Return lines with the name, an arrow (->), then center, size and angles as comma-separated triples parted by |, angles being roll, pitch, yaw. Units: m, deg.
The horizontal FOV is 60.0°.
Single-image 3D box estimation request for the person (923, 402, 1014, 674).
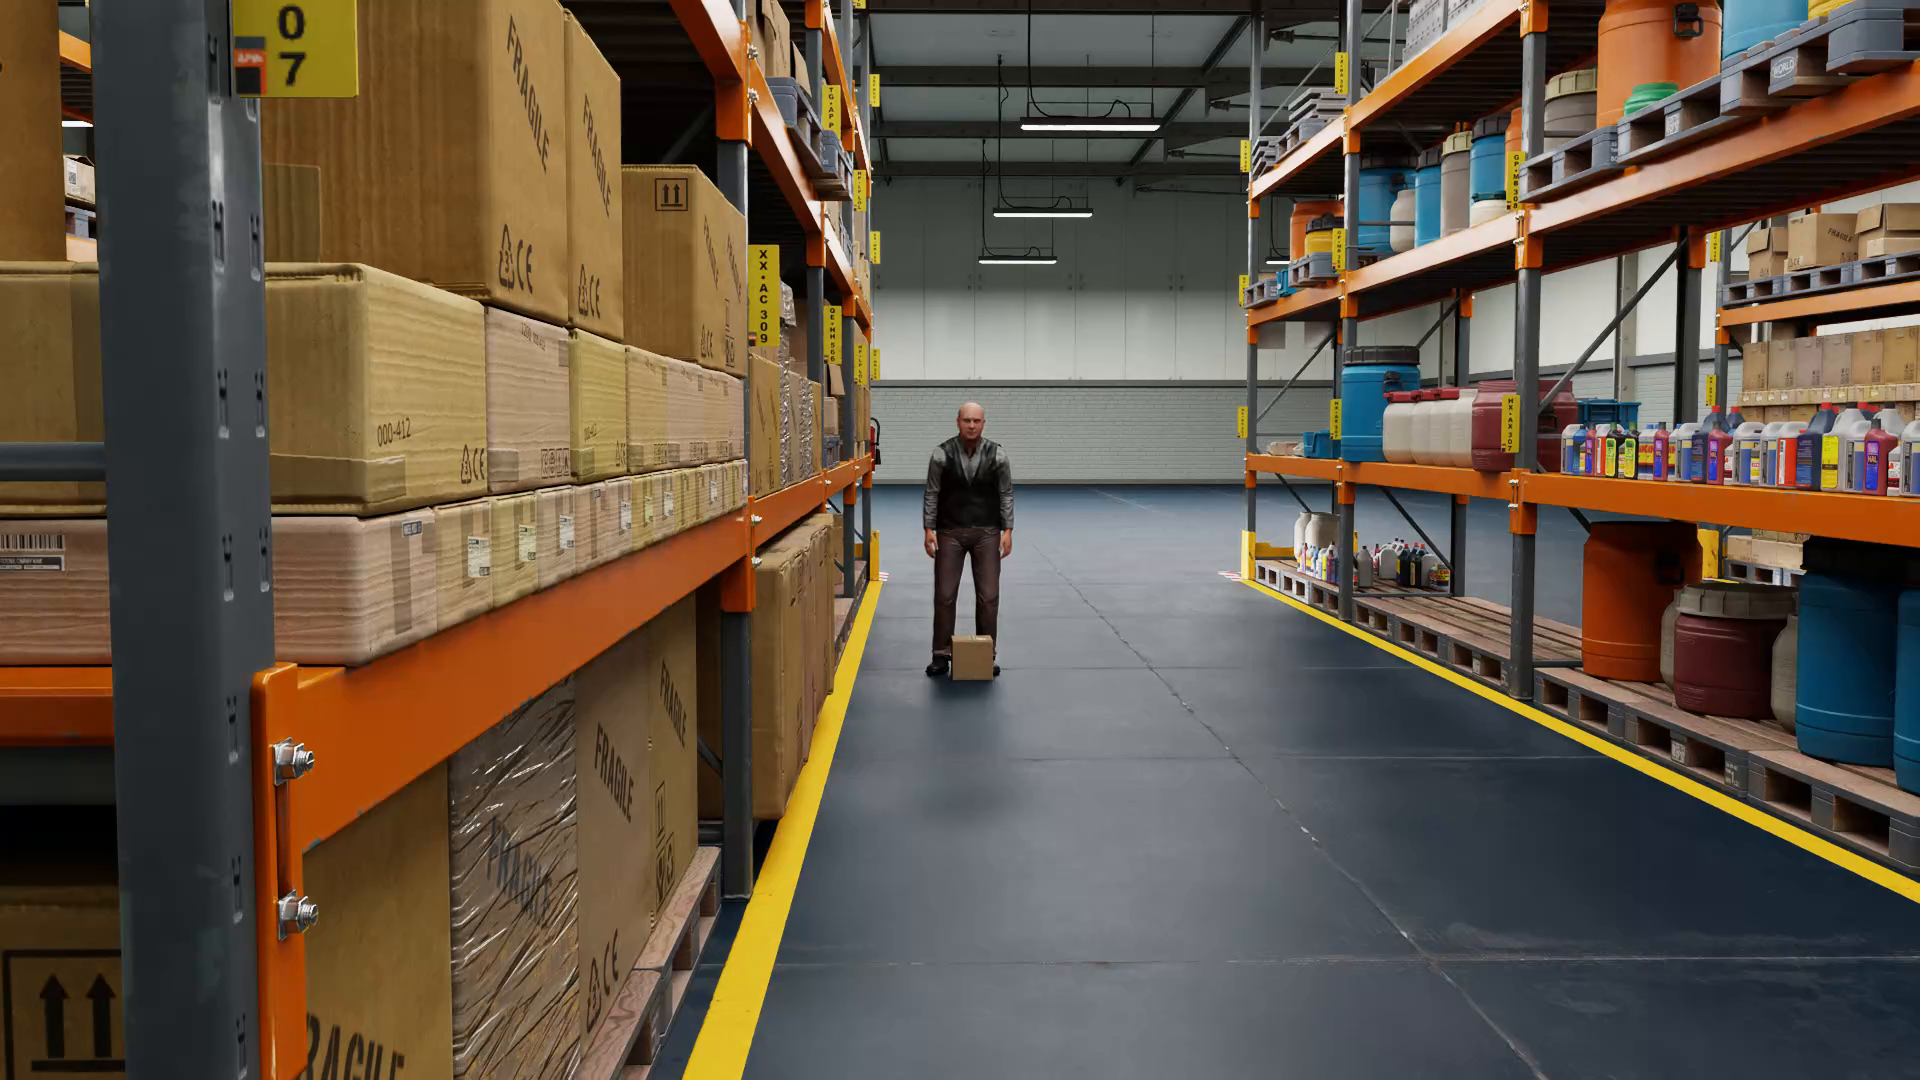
person -> 0.054, -0.015, 10.637 | 0.580, 1.721, 0.418 | 0, 4, -1
